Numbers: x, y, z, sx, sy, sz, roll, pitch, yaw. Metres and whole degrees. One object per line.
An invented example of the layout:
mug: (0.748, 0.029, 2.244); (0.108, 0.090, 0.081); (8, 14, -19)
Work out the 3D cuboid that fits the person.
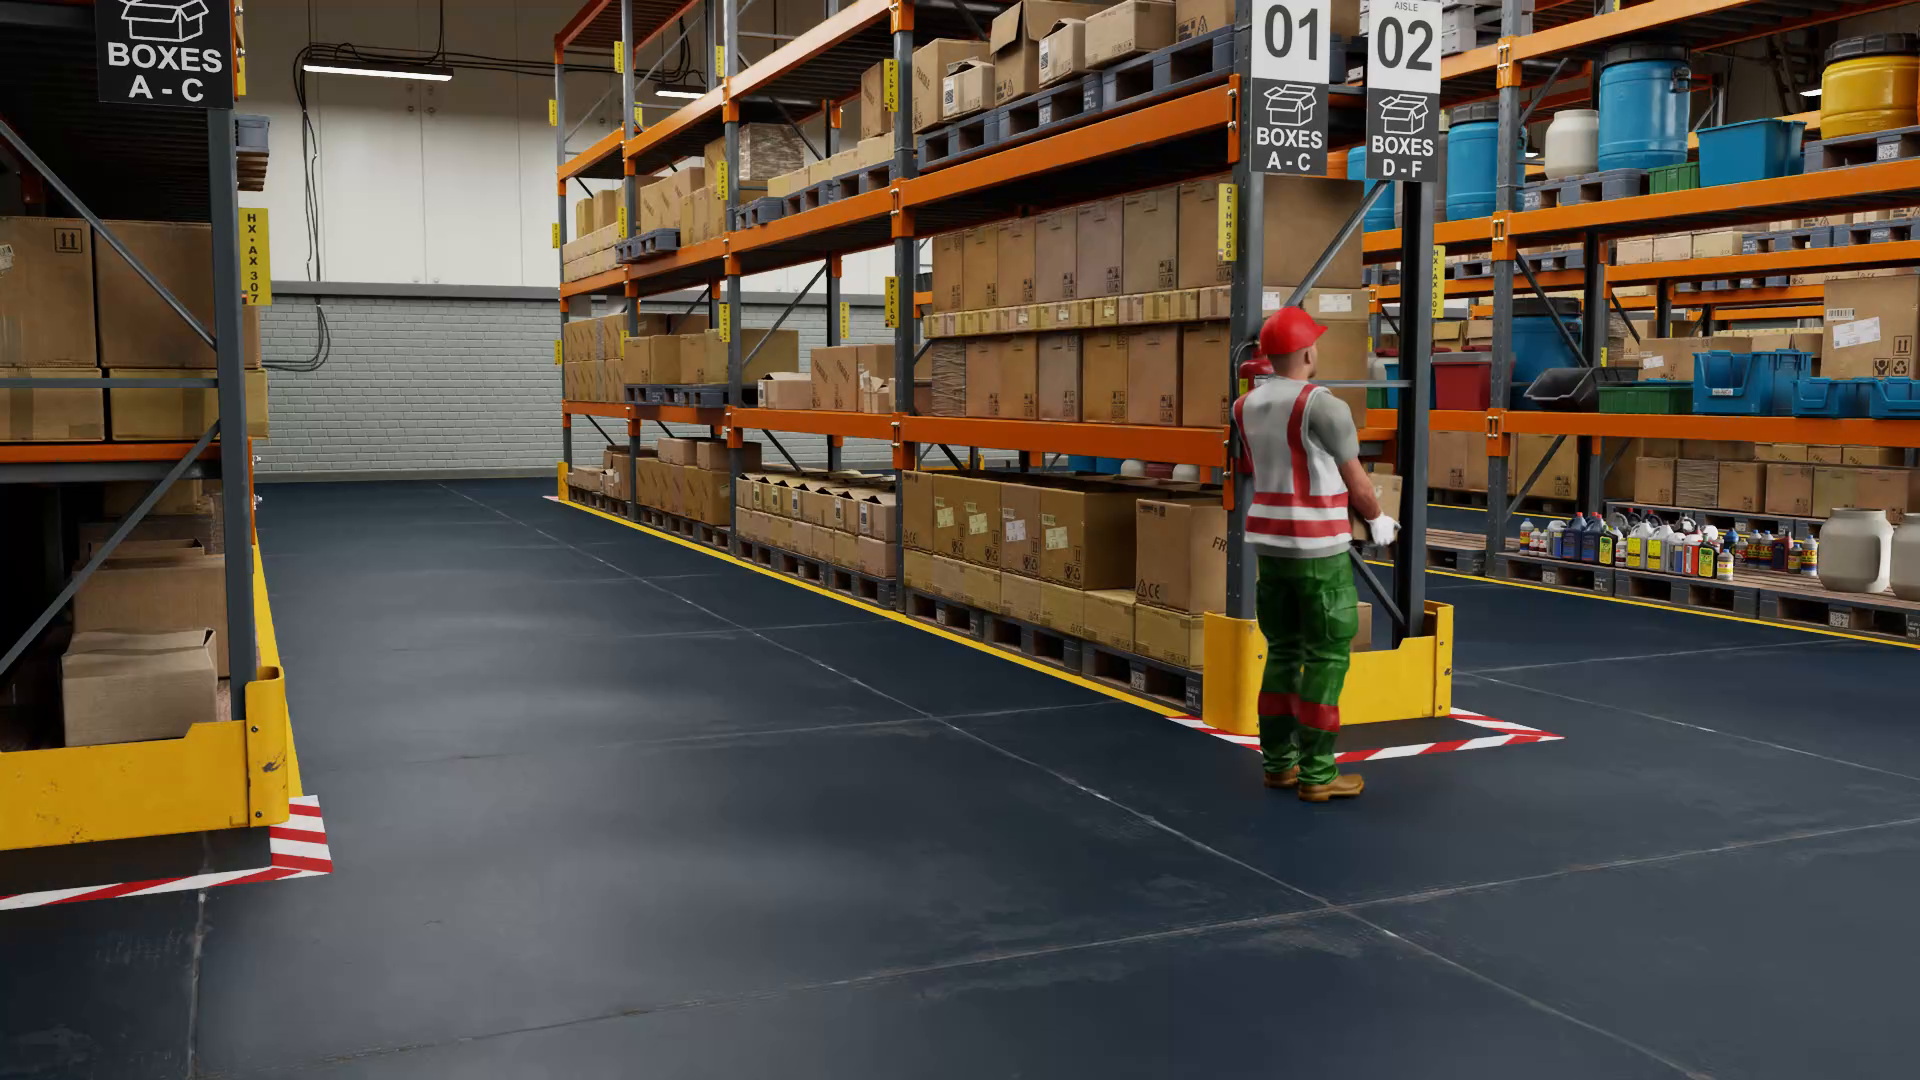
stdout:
person: (1.325, 0.038, 6.167); (0.564, 1.787, 0.505); (-4, 7, -36)
